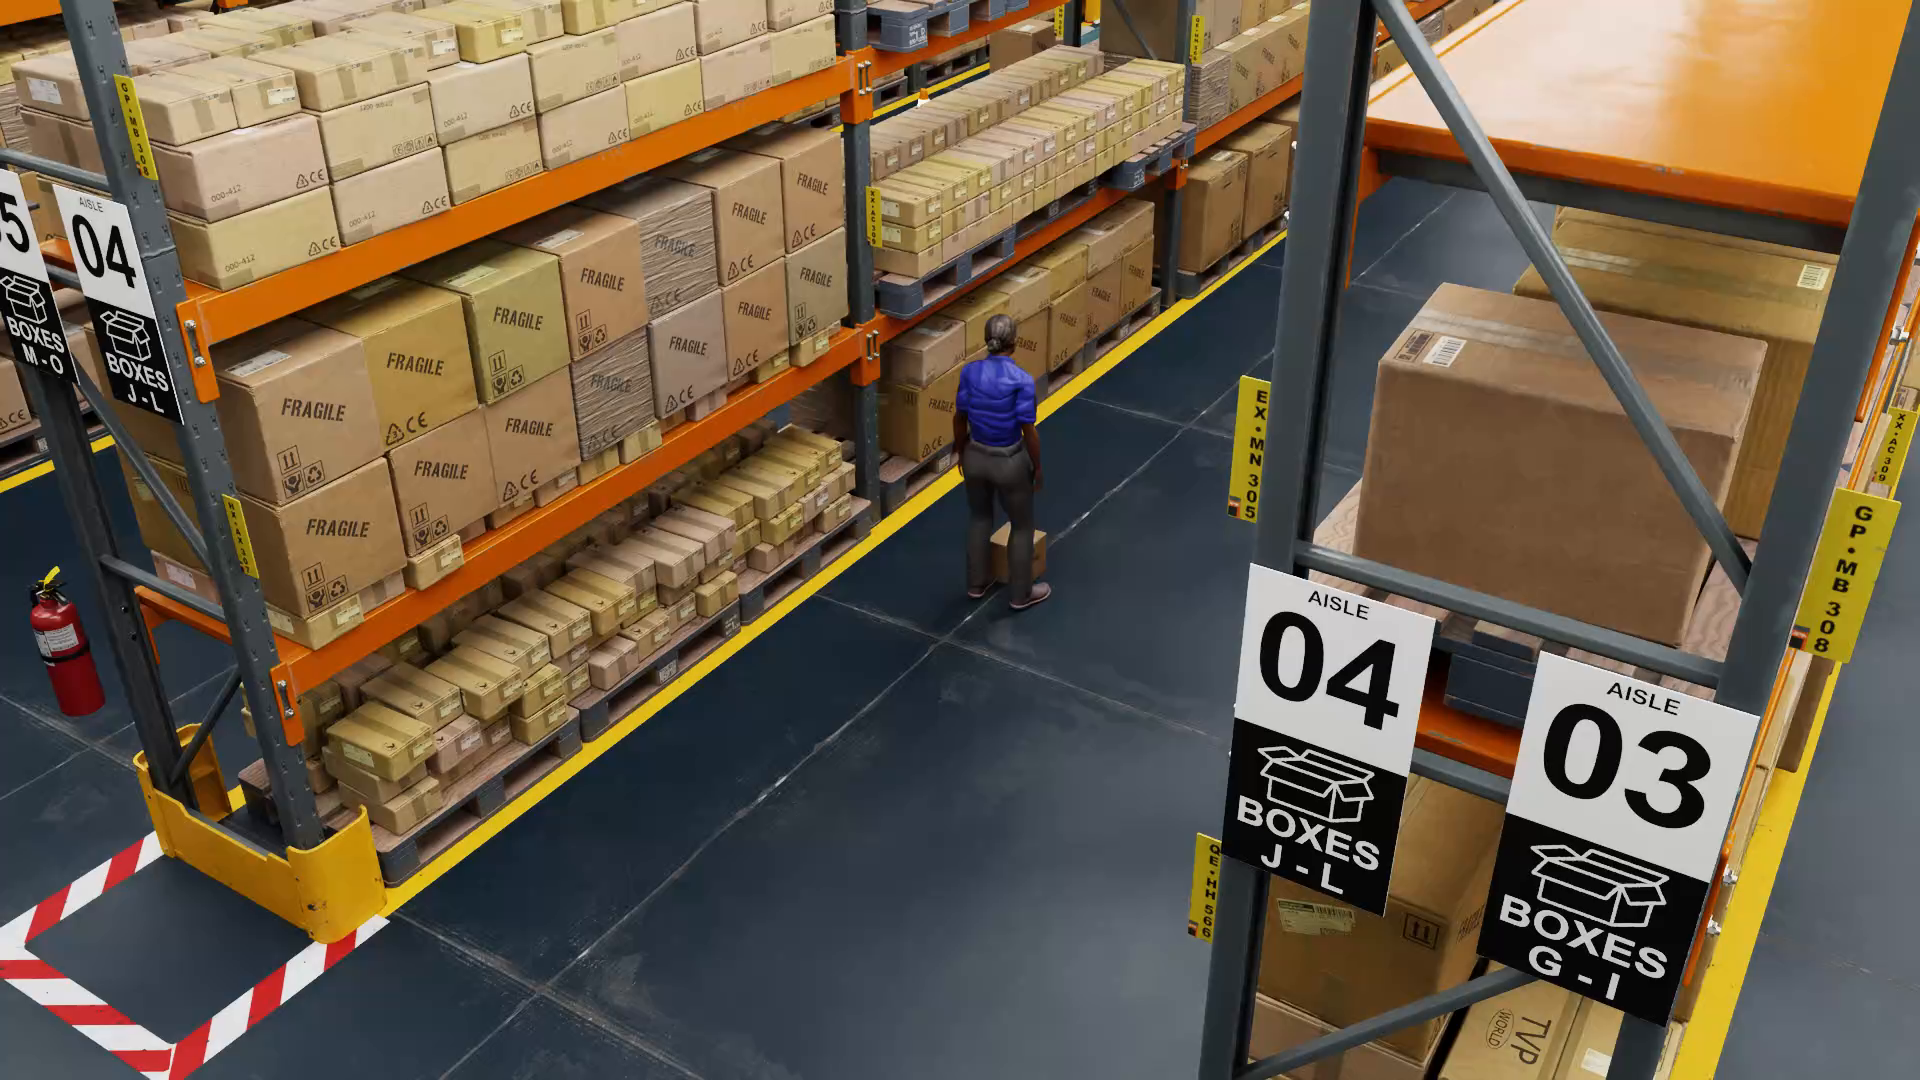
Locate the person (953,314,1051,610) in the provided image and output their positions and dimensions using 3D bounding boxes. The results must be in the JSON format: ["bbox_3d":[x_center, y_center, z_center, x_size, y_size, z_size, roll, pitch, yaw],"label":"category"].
[{"bbox_3d":[0.220,-0.408,8.876,0.527,1.653,0.345,14,34,23],"label":"person"}]
